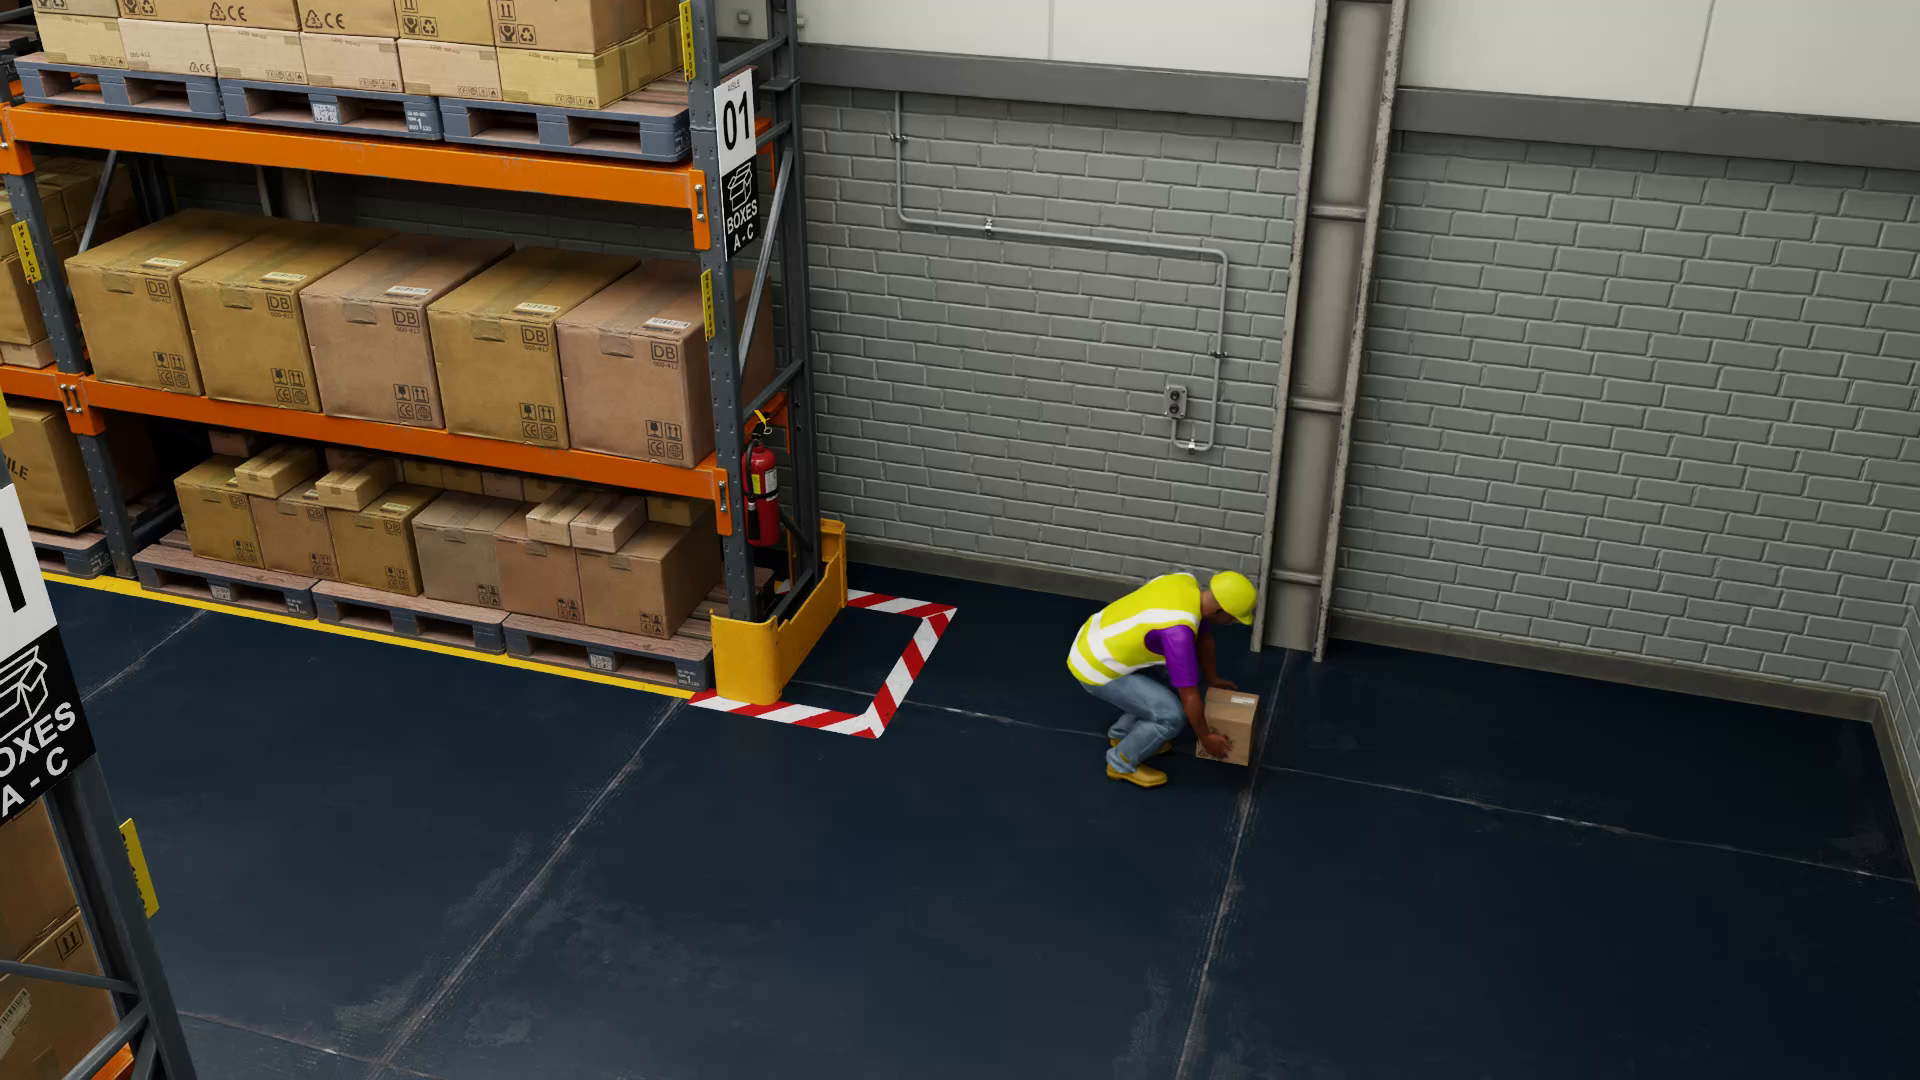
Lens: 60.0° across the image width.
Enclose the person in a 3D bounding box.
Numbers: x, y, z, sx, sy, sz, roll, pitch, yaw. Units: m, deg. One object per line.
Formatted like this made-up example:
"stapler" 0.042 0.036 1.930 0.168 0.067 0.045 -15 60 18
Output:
"person" 0.964 0.611 8.041 0.856 1.133 0.608 8 30 15
